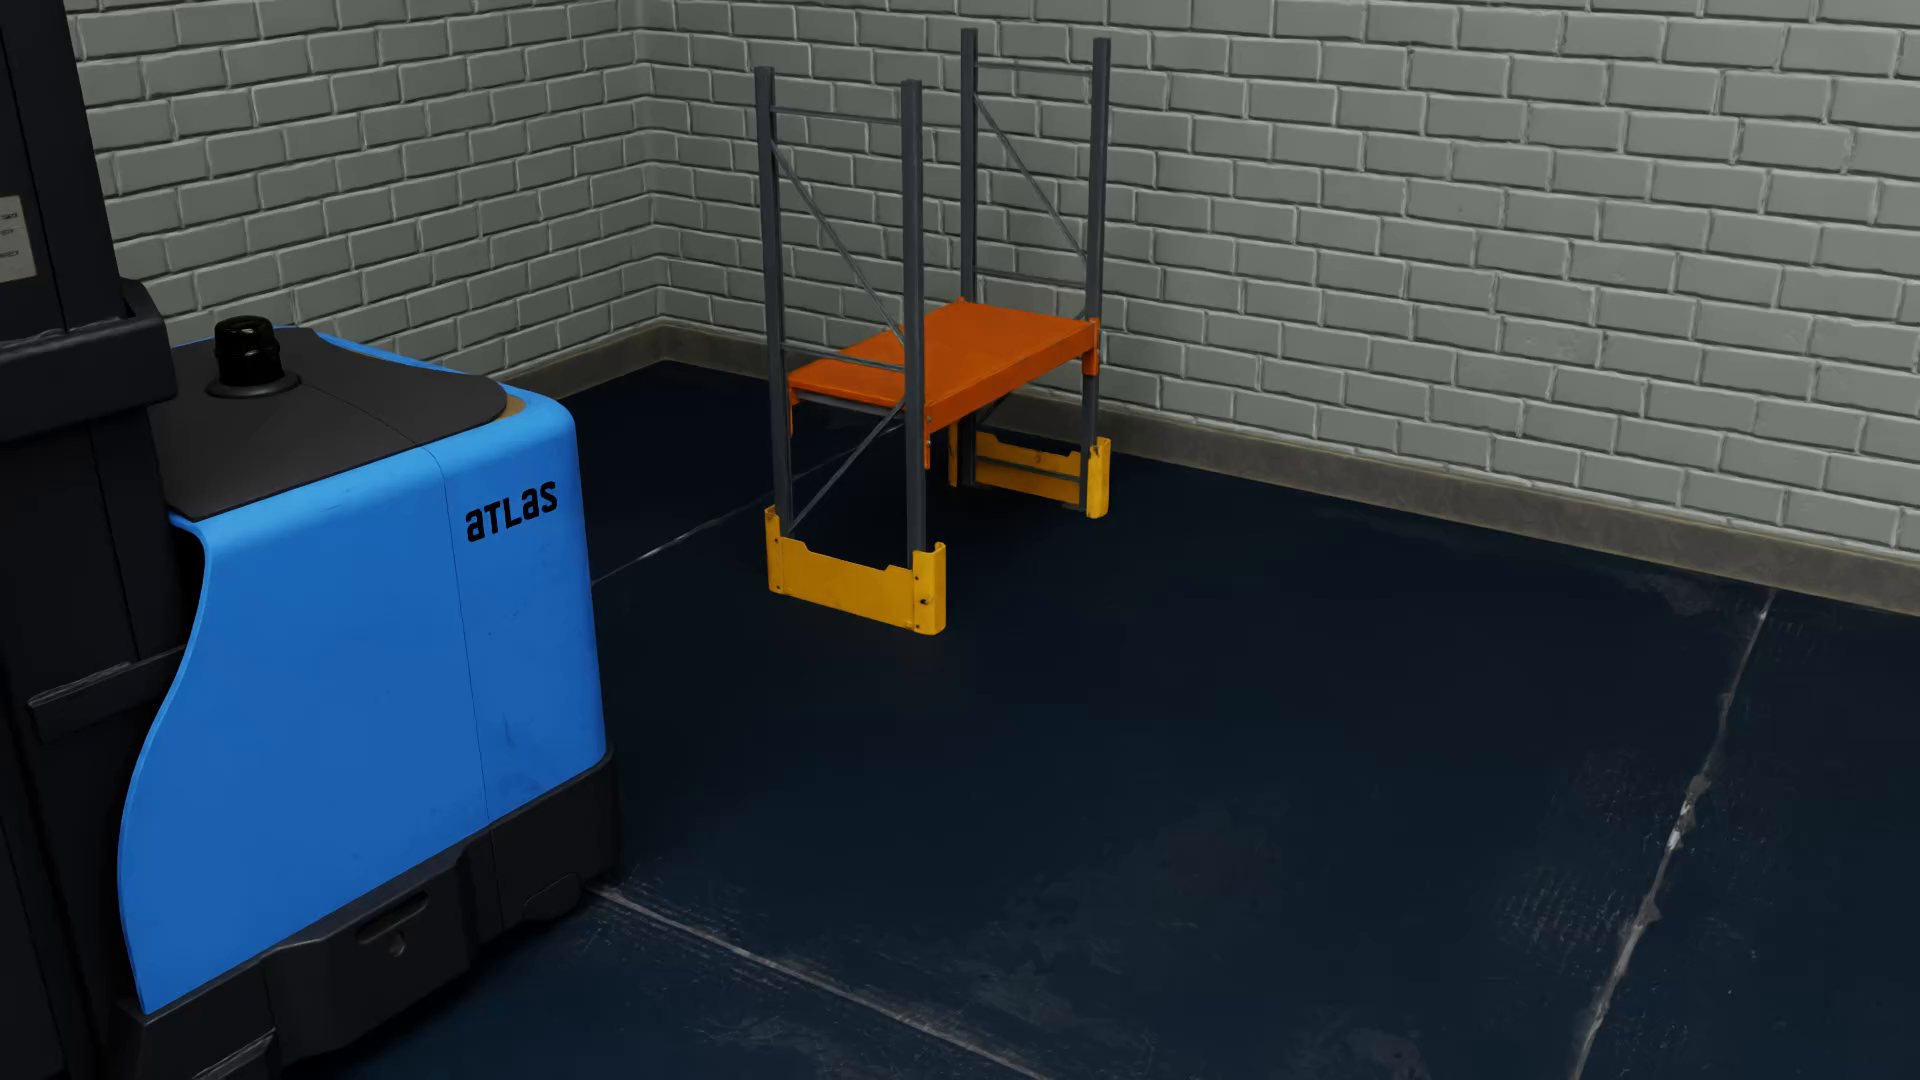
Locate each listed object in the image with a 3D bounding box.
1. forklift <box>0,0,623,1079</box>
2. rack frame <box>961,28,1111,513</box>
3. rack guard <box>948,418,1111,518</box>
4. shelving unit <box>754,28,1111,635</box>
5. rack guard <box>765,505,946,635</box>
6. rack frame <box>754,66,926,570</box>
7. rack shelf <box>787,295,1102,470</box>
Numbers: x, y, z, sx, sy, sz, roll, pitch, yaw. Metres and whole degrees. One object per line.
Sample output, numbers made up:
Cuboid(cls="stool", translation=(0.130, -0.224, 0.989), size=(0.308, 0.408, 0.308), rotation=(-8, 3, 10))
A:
Cuboid(cls="forklift", translation=(-1.995, -0.264, 2.172), size=(1.130, 2.935, 3.031), rotation=(16, 28, 33))
Cuboid(cls="rack frame", translation=(0.223, -0.831, 5.282), size=(0.500, 1.500, 0.032), rotation=(14, 27, 29))
Cuboid(cls="rack guard", translation=(0.222, -0.257, 5.529), size=(0.587, 0.250, 0.087), rotation=(14, 27, 29))
Cuboid(cls="shelving unit", translation=(-0.040, -0.663, 4.893), size=(0.587, 1.500, 1.083), rotation=(14, 27, 29))
Cuboid(cls="rack guard", translation=(-0.303, 0.079, 4.753), size=(0.587, 0.250, 0.087), rotation=(14, 27, 29))
Cuboid(cls="rack frame", translation=(-0.313, -0.488, 4.489), size=(0.500, 1.500, 0.032), rotation=(14, 27, 29))
Cuboid(cls="rack shelf", translation=(-0.045, -0.494, 4.957), size=(0.538, 0.185, 1.000), rotation=(14, 27, 29))
